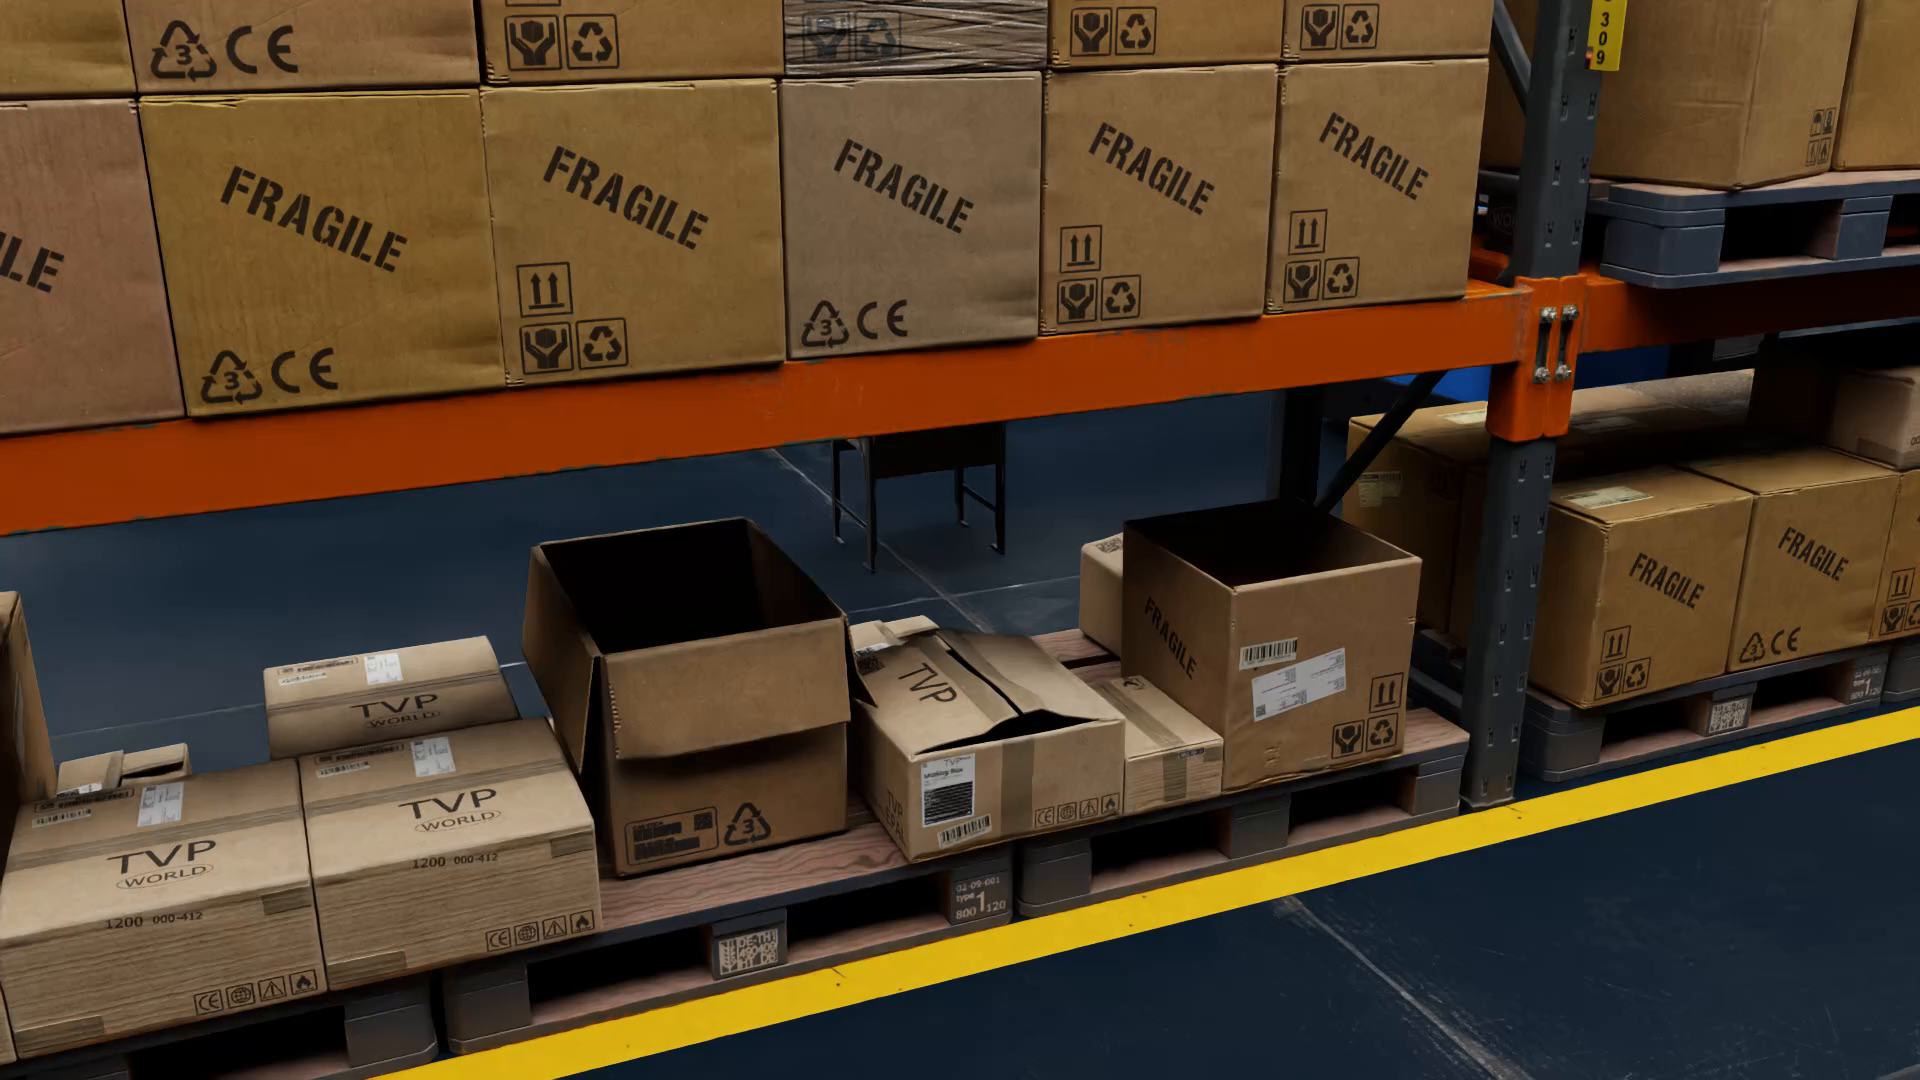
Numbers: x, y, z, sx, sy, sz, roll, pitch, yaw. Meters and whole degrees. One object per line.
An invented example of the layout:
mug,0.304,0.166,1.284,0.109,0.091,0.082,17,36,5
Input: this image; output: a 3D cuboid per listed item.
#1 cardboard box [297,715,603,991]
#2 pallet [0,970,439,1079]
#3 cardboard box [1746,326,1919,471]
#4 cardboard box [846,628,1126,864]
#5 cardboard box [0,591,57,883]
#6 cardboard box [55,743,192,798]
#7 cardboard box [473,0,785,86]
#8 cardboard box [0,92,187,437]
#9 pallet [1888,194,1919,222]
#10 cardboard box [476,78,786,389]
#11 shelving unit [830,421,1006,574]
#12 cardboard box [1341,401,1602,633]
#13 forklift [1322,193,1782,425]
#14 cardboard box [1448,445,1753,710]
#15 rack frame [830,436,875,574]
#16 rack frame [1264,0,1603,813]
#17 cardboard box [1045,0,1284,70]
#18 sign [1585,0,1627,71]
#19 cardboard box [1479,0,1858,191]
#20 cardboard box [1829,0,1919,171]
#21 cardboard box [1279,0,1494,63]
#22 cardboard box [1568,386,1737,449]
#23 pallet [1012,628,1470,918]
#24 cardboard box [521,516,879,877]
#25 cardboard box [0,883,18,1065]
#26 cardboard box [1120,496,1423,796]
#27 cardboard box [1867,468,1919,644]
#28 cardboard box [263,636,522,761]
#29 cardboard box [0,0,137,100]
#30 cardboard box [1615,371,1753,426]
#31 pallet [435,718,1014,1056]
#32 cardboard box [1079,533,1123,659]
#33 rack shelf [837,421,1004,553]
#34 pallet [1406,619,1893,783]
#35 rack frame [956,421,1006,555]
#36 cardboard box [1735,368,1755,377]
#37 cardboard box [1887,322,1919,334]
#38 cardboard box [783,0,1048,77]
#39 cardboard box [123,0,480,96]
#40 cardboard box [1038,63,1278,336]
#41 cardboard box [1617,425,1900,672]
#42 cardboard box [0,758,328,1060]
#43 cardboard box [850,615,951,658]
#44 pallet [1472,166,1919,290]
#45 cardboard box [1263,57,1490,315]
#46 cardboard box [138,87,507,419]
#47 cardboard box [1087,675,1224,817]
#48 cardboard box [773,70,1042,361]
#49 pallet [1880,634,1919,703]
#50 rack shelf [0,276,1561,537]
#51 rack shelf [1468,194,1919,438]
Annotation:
cardboard box,-1.015,0.598,3.286,0.500,0.250,0.500,-8,21,-22
pallet,-1.743,0.825,3.361,1.213,0.211,1.003,-8,21,-22
cardboard box,2.587,-0.404,4.626,0.500,0.250,0.500,-8,21,-22
cardboard box,0.029,0.419,3.700,0.500,0.311,0.500,-8,21,-22
cardboard box,-2.143,0.450,3.330,0.500,0.500,0.500,-8,21,-22
cardboard box,-1.735,0.581,3.458,0.250,0.166,0.380,-8,21,-22
cardboard box,-0.628,-1.074,2.901,0.500,0.500,0.500,-8,21,-22
cardboard box,-1.561,-0.470,2.689,0.500,0.500,0.500,-8,21,-22
pallet,3.017,-1.080,4.861,1.213,0.211,1.003,-8,21,-22
cardboard box,-0.639,-0.600,3.059,0.500,0.500,0.500,-8,21,-21
shelving unit,-0.152,-0.969,5.611,0.503,2.100,0.431,-8,21,-22
cardboard box,1.468,-0.082,4.840,0.500,0.500,0.500,-8,21,-22
forklift,3.118,-2.000,7.289,3.031,2.935,1.130,-11,22,-29
cardboard box,1.669,0.081,4.377,0.500,0.500,0.500,-9,21,-24
rack frame,-0.376,-0.937,5.520,0.015,2.100,0.400,-8,21,-22
rack frame,1.128,-0.901,4.065,0.127,3.000,1.000,-8,21,-22
cardboard box,0.297,-1.206,3.276,0.500,0.500,0.500,-9,21,-23
sign,1.350,-1.145,3.455,0.005,0.325,0.100,-8,21,-22
cardboard box,1.652,-1.141,3.962,0.500,0.500,0.700,-17,26,-40
cardboard box,2.258,-1.251,4.274,0.500,0.500,0.700,-5,20,-13
cardboard box,0.767,-1.275,3.470,0.500,0.500,0.500,-8,21,-22
cardboard box,1.925,-0.145,5.018,0.500,0.500,0.500,-8,21,-22
pallet,0.497,0.504,4.273,1.213,0.211,1.003,-8,21,-22
cardboard box,-0.595,0.317,3.701,0.637,0.503,0.797,-8,21,-22
cardboard box,-1.794,0.771,2.921,0.250,0.166,0.380,-8,21,-22
cardboard box,0.718,0.232,3.949,0.500,0.500,0.500,-8,21,-22
cardboard box,2.616,-0.056,4.766,0.500,0.500,0.500,-8,21,-21
cardboard box,-1.259,0.452,3.700,0.500,0.250,0.500,-8,21,-22
cardboard box,-1.556,-0.943,2.528,0.500,0.500,0.500,-8,21,-21
cardboard box,2.386,-0.210,5.205,0.500,0.500,0.500,-8,21,-21
pallet,-0.624,0.666,3.813,1.213,0.211,1.003,-8,21,-22
cardboard box,0.657,0.149,4.469,0.500,0.311,0.500,-8,21,-22
rack shelf,-0.152,-0.295,5.848,0.480,0.518,0.431,-8,21,-22
pallet,1.860,0.295,4.865,1.213,0.211,1.003,-8,21,-22
rack frame,0.072,-1.001,5.703,0.015,2.100,0.400,-8,21,-22
cardboard box,2.852,-0.278,5.396,0.500,0.500,0.500,-9,21,-24
cardboard box,3.048,-0.471,4.814,0.500,0.250,0.500,-9,21,-23
cardboard box,-0.165,-1.140,3.088,0.500,0.500,0.500,-8,21,-21
cardboard box,-1.094,-1.007,2.710,0.500,0.500,0.500,-8,21,-21
cardboard box,0.298,-0.736,3.446,0.500,0.500,0.500,-8,21,-20
cardboard box,2.154,0.007,4.586,0.500,0.500,0.500,-8,21,-21
cardboard box,-1.474,0.663,3.099,0.500,0.250,0.500,-8,21,-22
cardboard box,-0.133,0.334,4.162,0.250,0.166,0.380,-8,21,-22
pallet,1.905,-0.883,4.301,1.213,0.211,1.003,-8,21,-22
cardboard box,0.771,-0.805,3.640,0.500,0.500,0.500,-8,21,-21
cardboard box,-1.099,-0.535,2.874,0.500,0.500,0.500,-8,21,-22
cardboard box,0.397,0.465,3.815,0.250,0.149,0.380,-8,21,-22
cardboard box,-0.173,-0.668,3.252,0.500,0.500,0.500,-8,21,-21
pallet,2.982,0.134,5.325,1.213,0.211,1.003,-8,21,-22
rack shelf,-0.708,-0.299,3.438,4.000,0.370,1.077,-8,21,-22
rack shelf,2.965,-0.825,4.932,4.000,0.370,1.077,-8,21,-22
